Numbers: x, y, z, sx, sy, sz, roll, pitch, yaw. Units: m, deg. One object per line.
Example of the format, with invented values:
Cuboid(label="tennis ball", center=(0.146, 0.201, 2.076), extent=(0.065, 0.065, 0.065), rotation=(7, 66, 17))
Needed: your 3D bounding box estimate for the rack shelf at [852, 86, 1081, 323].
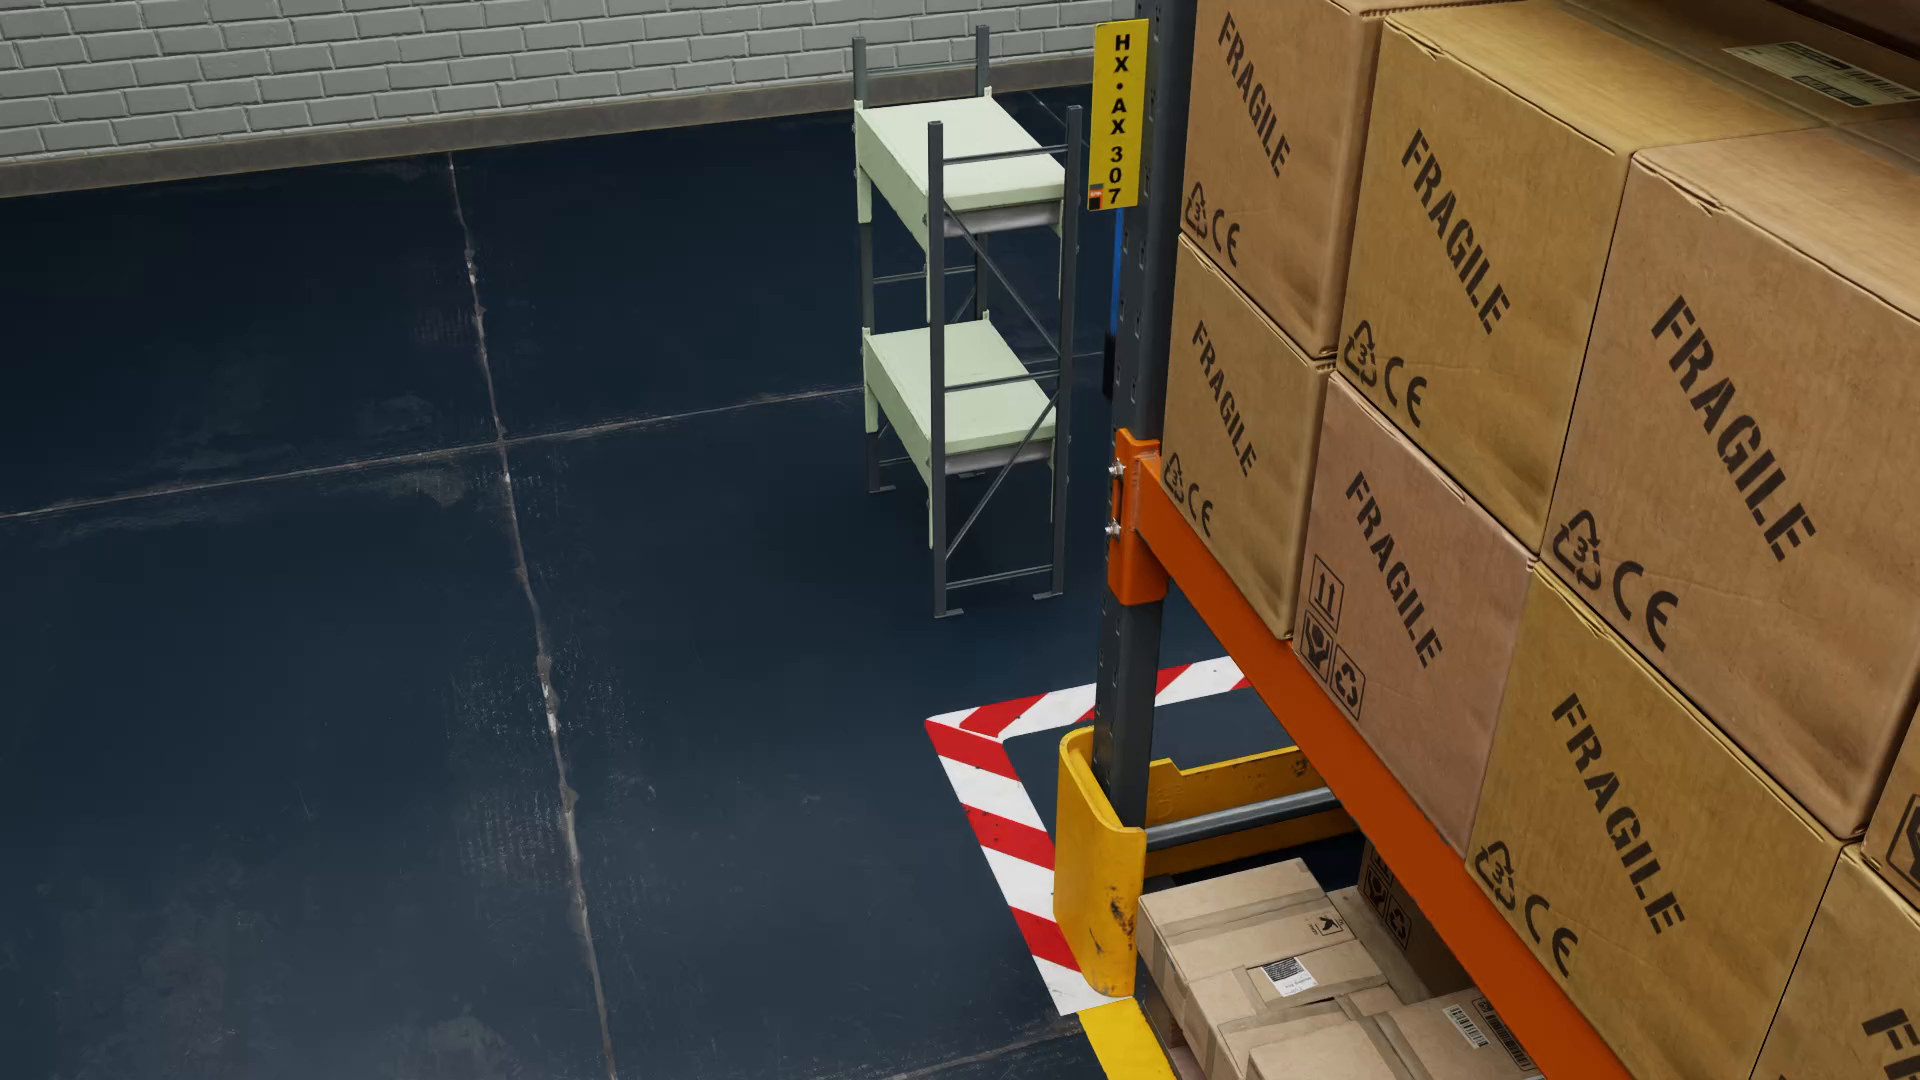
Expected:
Cuboid(label="rack shelf", center=(0.002, -0.948, 4.616), extent=(0.431, 0.370, 0.720), rotation=(-10, 35, -15))

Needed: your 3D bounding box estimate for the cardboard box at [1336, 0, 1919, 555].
Cuboid(label="cardboard box", center=(0.839, -0.358, 2.074), extent=(0.500, 0.500, 0.500), rotation=(-10, 35, -14))

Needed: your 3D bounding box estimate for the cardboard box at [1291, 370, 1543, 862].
Cuboid(label="cardboard box", center=(0.835, 0.056, 2.354), extent=(0.500, 0.500, 0.500), rotation=(-10, 35, -15))

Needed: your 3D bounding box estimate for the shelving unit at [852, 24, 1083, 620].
Cuboid(label="shelving unit", center=(0.002, -0.622, 4.831), extent=(0.431, 1.500, 0.755), rotation=(-10, 35, -15))

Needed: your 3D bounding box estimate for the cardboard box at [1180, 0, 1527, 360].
Cuboid(label="cardboard box", center=(0.672, -0.632, 2.487), extent=(0.500, 0.500, 0.500), rotation=(-9, 35, -13))

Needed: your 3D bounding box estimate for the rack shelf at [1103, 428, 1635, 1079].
Cuboid(label="rack shelf", center=(1.398, 0.900, 1.819), extent=(1.077, 0.370, 4.000), rotation=(-10, 35, -15))

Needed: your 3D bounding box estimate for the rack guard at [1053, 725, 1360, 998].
Cuboid(label="rack guard", center=(0.811, 0.633, 3.839), extent=(1.175, 0.500, 0.348), rotation=(-10, 35, -15))

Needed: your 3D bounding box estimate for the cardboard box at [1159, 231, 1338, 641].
Cuboid(label="cardboard box", center=(0.672, -0.214, 2.763), extent=(0.500, 0.500, 0.500), rotation=(-9, 35, -14))

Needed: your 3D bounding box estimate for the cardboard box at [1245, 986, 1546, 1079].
Cuboid(label="cardboard box", center=(0.836, 1.109, 2.945), extent=(0.500, 0.250, 0.500), rotation=(-10, 35, -15))

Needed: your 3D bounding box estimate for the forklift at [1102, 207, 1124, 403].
Cuboid(label="forklift", center=(2.080, -1.742, 5.227), extent=(3.031, 2.935, 1.130), rotation=(-11, 35, -16))

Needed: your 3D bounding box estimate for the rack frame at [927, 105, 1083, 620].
Cuboid(label="rack frame", center=(0.114, -0.430, 4.540), extent=(0.400, 1.500, 0.023), rotation=(-10, 35, -15))

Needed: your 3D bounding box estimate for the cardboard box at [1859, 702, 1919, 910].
Cuboid(label="cardboard box", center=(1.143, 0.172, 1.272), extent=(0.500, 0.500, 0.500), rotation=(-10, 35, -15))

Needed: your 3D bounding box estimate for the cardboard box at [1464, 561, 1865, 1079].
Cuboid(label="cardboard box", center=(0.985, 0.320, 1.955), extent=(0.500, 0.500, 0.500), rotation=(-10, 35, -15))

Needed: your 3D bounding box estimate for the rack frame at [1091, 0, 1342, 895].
Cuboid(label="rack frame", center=(0.788, -0.450, 3.210), extent=(1.000, 3.000, 0.127), rotation=(-10, 35, -15))

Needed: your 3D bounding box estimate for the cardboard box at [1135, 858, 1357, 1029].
Cuboid(label="cardboard box", center=(0.588, 0.834, 3.455), extent=(0.380, 0.149, 0.250), rotation=(-10, 35, -15))

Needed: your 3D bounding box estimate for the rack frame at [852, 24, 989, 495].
Cuboid(label="rack frame", center=(-0.110, -0.814, 5.122), extent=(0.400, 1.500, 0.023), rotation=(-10, 35, -15))

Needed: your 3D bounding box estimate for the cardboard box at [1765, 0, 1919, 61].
Cuboid(label="cardboard box", center=(1.340, -0.456, 2.222), extent=(0.500, 0.500, 0.500), rotation=(-9, 35, -13))

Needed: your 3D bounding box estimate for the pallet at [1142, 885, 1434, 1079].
Cuboid(label="pallet", center=(1.055, 1.172, 3.285), extent=(1.003, 0.211, 1.213), rotation=(-10, 35, -15))

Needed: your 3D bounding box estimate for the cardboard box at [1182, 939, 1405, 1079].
Cuboid(label="cardboard box", center=(0.665, 0.957, 3.251), extent=(0.380, 0.166, 0.250), rotation=(-10, 35, -15))

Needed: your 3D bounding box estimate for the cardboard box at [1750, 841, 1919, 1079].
Cuboid(label="cardboard box", center=(1.136, 0.582, 1.557), extent=(0.500, 0.500, 0.500), rotation=(-10, 35, -14))

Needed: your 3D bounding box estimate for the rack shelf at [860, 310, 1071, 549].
Cuboid(label="rack shelf", center=(0.002, -0.350, 5.011), extent=(0.431, 0.370, 0.720), rotation=(-10, 35, -15))

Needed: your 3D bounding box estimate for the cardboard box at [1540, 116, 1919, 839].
Cuboid(label="cardboard box", center=(0.987, -0.095, 1.675), extent=(0.500, 0.500, 0.500), rotation=(-10, 35, -14))

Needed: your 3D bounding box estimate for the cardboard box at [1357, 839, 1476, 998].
Cuboid(label="cardboard box", center=(1.188, 0.653, 3.409), extent=(0.500, 0.500, 0.500), rotation=(-10, 35, -15))

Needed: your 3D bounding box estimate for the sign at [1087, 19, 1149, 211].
Cuboid(label="sign", center=(0.271, -0.720, 2.833), extent=(0.100, 0.325, 0.005), rotation=(-10, 35, -15))
